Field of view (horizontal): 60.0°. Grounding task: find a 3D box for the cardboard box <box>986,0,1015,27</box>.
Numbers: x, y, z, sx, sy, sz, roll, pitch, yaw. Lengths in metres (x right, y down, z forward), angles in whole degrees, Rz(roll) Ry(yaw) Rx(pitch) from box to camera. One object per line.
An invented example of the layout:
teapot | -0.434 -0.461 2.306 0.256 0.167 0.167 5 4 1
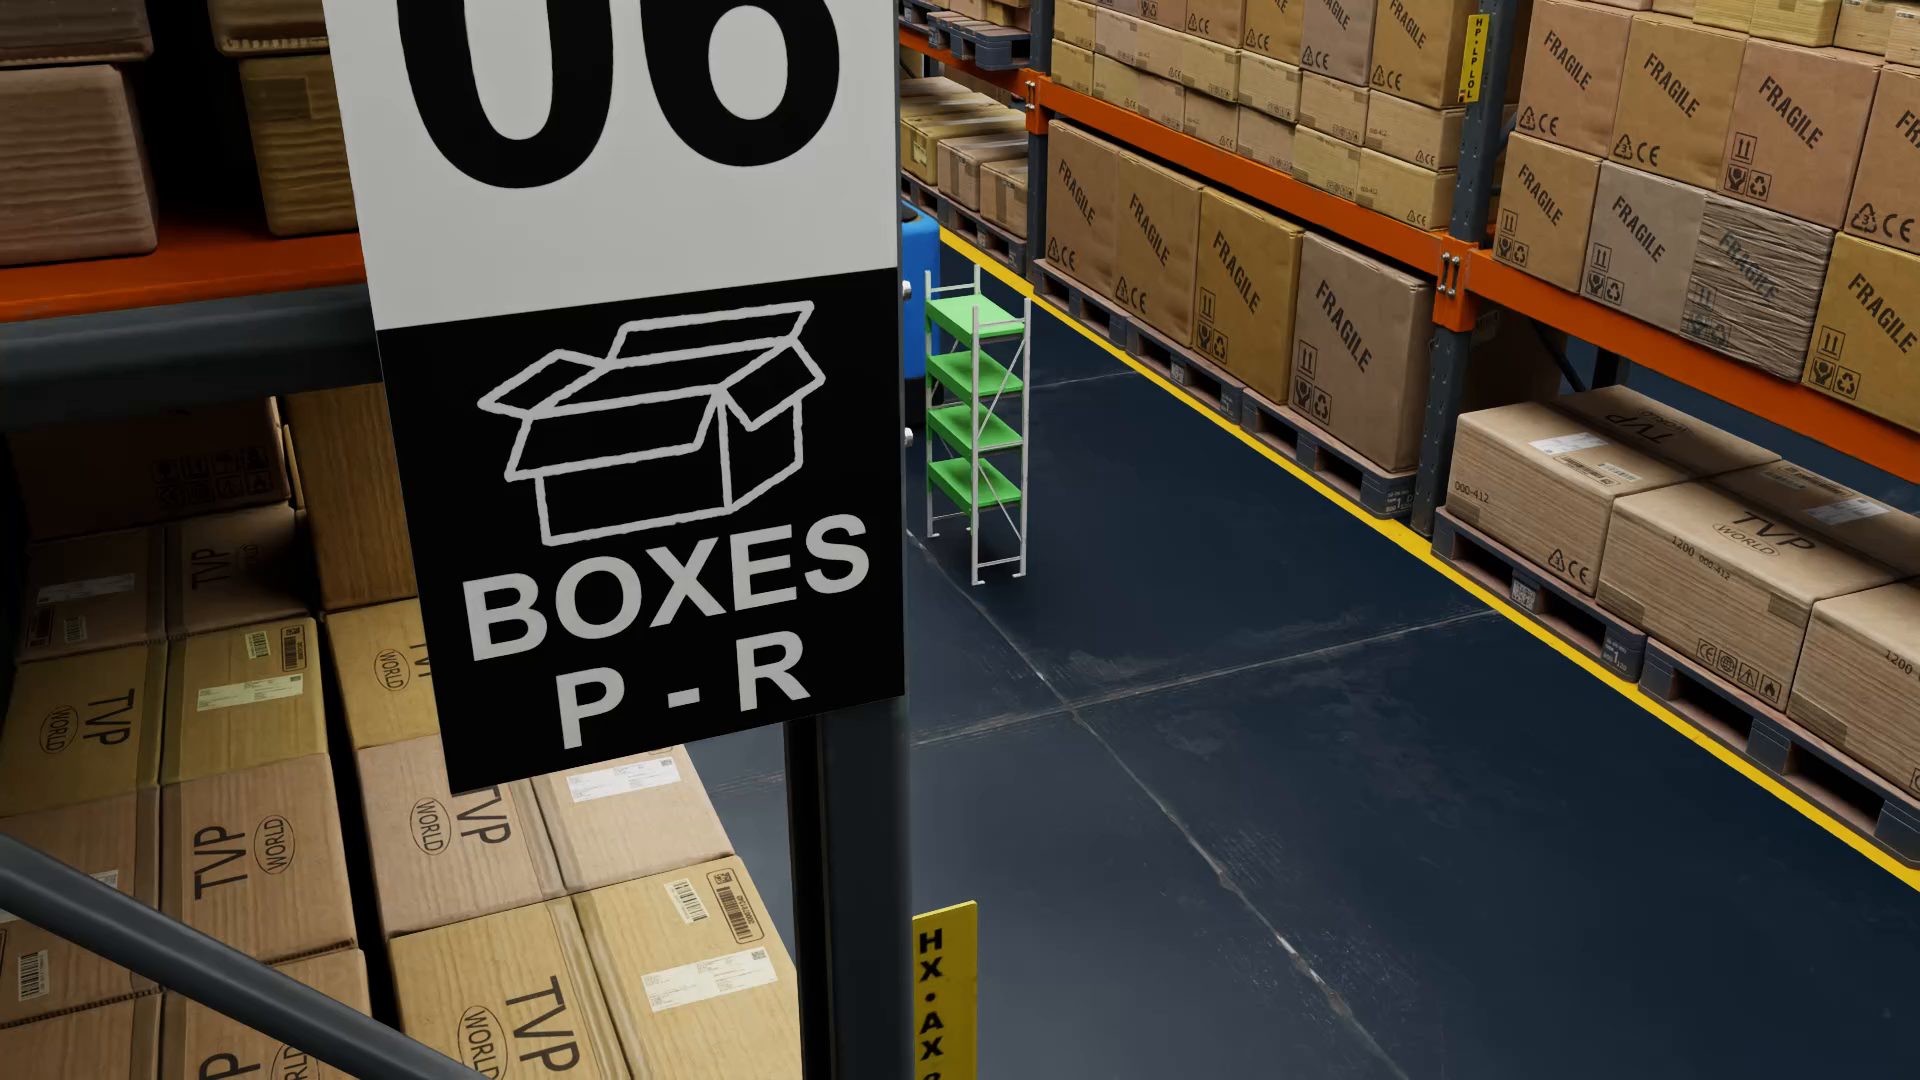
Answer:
cardboard box | 0.388 -3.339 10.477 0.380 0.149 0.250 -10 28 -20

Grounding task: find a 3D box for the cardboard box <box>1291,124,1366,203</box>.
cardboard box | 1.865 -1.737 7.559 0.500 0.250 0.500 -11 28 -21

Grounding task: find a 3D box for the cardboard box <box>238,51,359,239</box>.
cardboard box | -0.439 -0.395 1.507 0.380 0.149 0.250 -10 28 -20

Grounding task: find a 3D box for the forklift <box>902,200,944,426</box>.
forklift | -1.148 -2.374 8.771 1.130 2.935 3.031 -11 28 -22

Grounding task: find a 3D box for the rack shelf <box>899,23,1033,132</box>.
rack shelf | 0.121 -3.559 11.941 1.077 0.370 4.000 -11 28 -21

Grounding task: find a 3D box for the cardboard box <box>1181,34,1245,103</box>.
cardboard box | 1.448 -2.366 8.279 0.500 0.250 0.500 -10 28 -20

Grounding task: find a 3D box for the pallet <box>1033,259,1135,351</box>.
pallet | 1.144 -1.491 10.063 1.003 0.211 1.213 -11 28 -21

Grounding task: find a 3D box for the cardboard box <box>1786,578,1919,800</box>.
cardboard box | 3.321 0.500 5.249 0.875 0.438 0.875 -10 28 -19

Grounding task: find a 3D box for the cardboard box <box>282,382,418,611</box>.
cardboard box | -1.046 -0.229 3.278 0.500 0.500 0.500 -10 28 -19

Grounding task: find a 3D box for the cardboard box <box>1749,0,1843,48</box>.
cardboard box | 2.728 -1.654 5.227 0.380 0.149 0.250 -11 28 -22

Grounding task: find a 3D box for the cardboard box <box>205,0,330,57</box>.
cardboard box | -0.450 -0.632 1.538 0.500 0.250 0.500 -11 28 -21

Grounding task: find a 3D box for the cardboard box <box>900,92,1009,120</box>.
cardboard box | -0.169 -3.197 12.895 0.950 0.372 0.625 -9 27 -17

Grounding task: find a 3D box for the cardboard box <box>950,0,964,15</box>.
cardboard box | 0.157 -3.536 10.881 0.380 0.149 0.250 -12 28 -23

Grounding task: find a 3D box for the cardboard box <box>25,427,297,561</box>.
cardboard box | -1.746 -0.016 3.696 0.500 0.250 0.500 -10 28 -19

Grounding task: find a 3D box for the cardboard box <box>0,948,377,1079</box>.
cardboard box | -0.952 0.802 2.020 0.500 0.250 0.500 -10 28 -19

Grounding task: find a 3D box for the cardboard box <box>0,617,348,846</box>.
cardboard box | -1.343 0.393 2.858 0.500 0.250 0.500 -10 28 -19

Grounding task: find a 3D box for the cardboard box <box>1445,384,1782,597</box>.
cardboard box | 2.618 -0.226 6.735 0.875 0.438 0.875 -11 28 -21

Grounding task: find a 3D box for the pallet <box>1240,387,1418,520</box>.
pallet | 2.100 -0.506 8.046 1.003 0.211 1.213 -11 28 -21

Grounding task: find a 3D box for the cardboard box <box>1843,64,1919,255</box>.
cardboard box | 3.012 -1.103 4.837 0.500 0.500 0.500 -11 28 -21

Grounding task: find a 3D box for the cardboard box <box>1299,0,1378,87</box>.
cardboard box | 1.856 -2.299 7.287 0.500 0.500 0.500 -10 28 -20

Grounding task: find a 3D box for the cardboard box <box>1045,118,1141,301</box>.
cardboard box | 1.099 -2.016 9.903 0.875 0.875 0.875 -11 28 -21

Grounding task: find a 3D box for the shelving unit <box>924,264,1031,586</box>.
shelving unit | 0.065 -0.472 6.850 0.258 1.200 0.503 -11 28 -21

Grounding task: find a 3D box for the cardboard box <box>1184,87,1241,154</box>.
cardboard box | 1.479 -2.151 8.408 0.500 0.250 0.500 -11 28 -21

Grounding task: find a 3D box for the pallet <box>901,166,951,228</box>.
pallet | 0.126 -2.630 12.395 1.003 0.211 1.213 -11 28 -21

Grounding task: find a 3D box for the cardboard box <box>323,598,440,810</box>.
cardboard box | -0.857 0.305 3.037 0.500 0.250 0.500 -11 28 -22

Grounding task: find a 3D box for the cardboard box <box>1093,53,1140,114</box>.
cardboard box | 1.082 -2.563 9.251 0.500 0.250 0.500 -11 28 -22

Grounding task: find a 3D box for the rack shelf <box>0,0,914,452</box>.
rack shelf | -1.311 -0.823 2.918 1.077 0.370 4.000 -11 28 -21

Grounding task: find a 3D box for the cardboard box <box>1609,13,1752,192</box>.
cardboard box | 2.627 -1.516 5.682 0.500 0.500 0.500 -11 28 -21

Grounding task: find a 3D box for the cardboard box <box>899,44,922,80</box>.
cardboard box | -0.644 -4.265 14.366 0.500 0.500 0.500 -9 27 -18

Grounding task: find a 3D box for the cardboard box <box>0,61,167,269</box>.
cardboard box | -0.866 -0.316 1.345 0.380 0.149 0.250 -10 28 -19

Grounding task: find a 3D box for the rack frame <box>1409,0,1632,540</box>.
rack frame | 2.471 -1.460 6.822 1.000 3.000 0.127 -11 28 -21

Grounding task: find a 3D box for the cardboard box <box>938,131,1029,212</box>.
cardboard box | 0.396 -2.609 11.692 0.950 0.372 0.625 -11 28 -22

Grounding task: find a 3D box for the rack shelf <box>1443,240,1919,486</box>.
rack shelf | 3.254 -0.330 5.326 1.077 0.370 4.000 -11 28 -21

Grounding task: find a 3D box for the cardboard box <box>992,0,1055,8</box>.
cardboard box | 0.471 -3.578 10.228 0.500 0.500 0.500 -11 28 -22

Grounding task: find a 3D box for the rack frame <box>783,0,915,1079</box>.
rack frame | -0.528 1.009 1.765 1.000 3.000 0.127 -11 28 -21

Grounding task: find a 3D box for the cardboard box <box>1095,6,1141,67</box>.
cardboard box | 1.077 -2.777 9.119 0.500 0.250 0.500 -10 28 -19

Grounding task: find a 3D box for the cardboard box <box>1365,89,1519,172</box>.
cardboard box | 2.075 -1.754 7.024 0.500 0.250 0.500 -11 28 -21

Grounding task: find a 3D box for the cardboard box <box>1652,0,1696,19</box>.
cardboard box | 2.610 -1.877 5.683 0.380 0.149 0.250 -11 28 -21

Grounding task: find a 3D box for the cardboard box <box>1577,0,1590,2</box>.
cardboard box | 2.356 -2.074 6.086 0.380 0.149 0.250 -11 28 -21

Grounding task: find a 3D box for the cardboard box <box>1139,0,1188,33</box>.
cardboard box | 1.264 -2.918 8.555 0.500 0.500 0.500 -10 28 -19

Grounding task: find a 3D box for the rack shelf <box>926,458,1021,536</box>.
rack shelf | 0.065 -0.199 6.983 0.258 0.148 0.480 -11 28 -21

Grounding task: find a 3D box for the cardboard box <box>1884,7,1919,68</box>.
cardboard box | 2.935 -1.456 4.820 0.380 0.149 0.250 -10 28 -20

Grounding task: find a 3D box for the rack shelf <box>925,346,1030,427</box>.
rack shelf | 0.065 -0.631 6.773 0.258 0.148 0.480 -11 28 -21

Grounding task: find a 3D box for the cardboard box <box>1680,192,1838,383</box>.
cardboard box | 2.796 -0.865 5.489 0.500 0.500 0.500 -10 28 -20

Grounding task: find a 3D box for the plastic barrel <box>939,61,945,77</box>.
plastic barrel | -0.026 -4.573 16.135 0.512 0.421 0.421 8 27 15

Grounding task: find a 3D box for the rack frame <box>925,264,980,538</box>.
rack frame | -0.031 -0.571 7.052 0.240 1.200 0.015 -11 28 -21

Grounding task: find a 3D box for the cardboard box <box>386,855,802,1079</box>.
cardboard box | -0.458 0.713 2.203 0.500 0.250 0.500 -10 28 -20

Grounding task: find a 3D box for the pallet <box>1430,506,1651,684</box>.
pallet | 2.697 0.113 6.778 1.003 0.211 1.213 -11 28 -21
